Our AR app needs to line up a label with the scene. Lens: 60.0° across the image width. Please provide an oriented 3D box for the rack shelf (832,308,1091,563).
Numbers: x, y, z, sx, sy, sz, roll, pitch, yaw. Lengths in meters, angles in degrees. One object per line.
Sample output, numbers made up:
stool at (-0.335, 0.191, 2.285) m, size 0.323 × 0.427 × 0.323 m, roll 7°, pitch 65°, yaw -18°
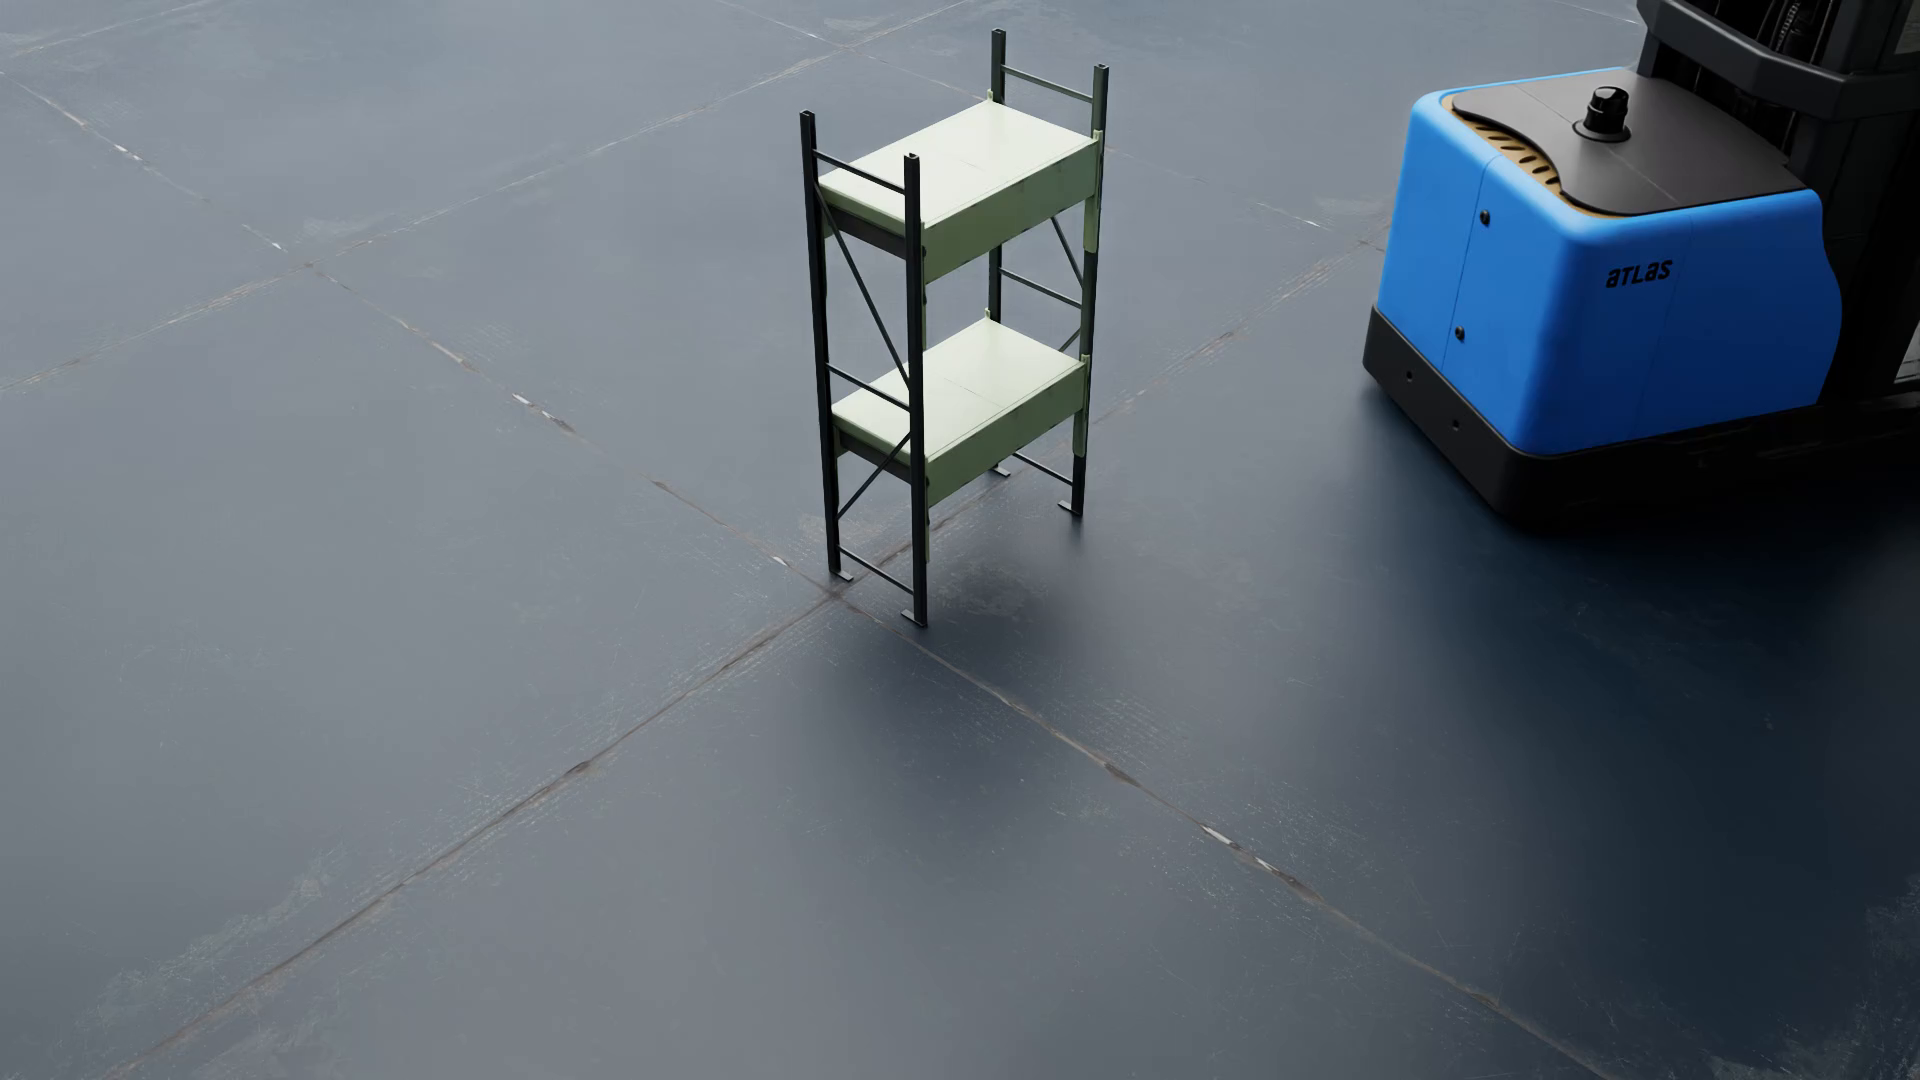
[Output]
rack shelf at (-0.004, -0.329, 4.982) m, size 0.431 × 0.370 × 0.720 m, roll 30°, pitch 47°, yaw 32°

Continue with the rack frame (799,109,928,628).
rack frame at (-0.251, -0.416, 4.568) m, size 0.400 × 1.500 × 0.023 m, roll 30°, pitch 47°, yaw 32°

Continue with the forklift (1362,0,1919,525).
forklift at (3.008, -1.723, 5.062) m, size 3.031 × 2.935 × 1.130 m, roll -11°, pitch 40°, yaw -13°

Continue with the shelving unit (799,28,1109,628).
shelving unit at (-0.004, -0.584, 4.779) m, size 0.431 × 1.500 × 0.755 m, roll 30°, pitch 47°, yaw 32°

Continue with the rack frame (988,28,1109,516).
rack frame at (0.242, -0.752, 4.991) m, size 0.400 × 1.500 × 0.023 m, roll 30°, pitch 47°, yaw 32°

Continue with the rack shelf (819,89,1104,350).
rack shelf at (-0.004, -0.889, 4.536) m, size 0.431 × 0.370 × 0.720 m, roll 30°, pitch 47°, yaw 32°
